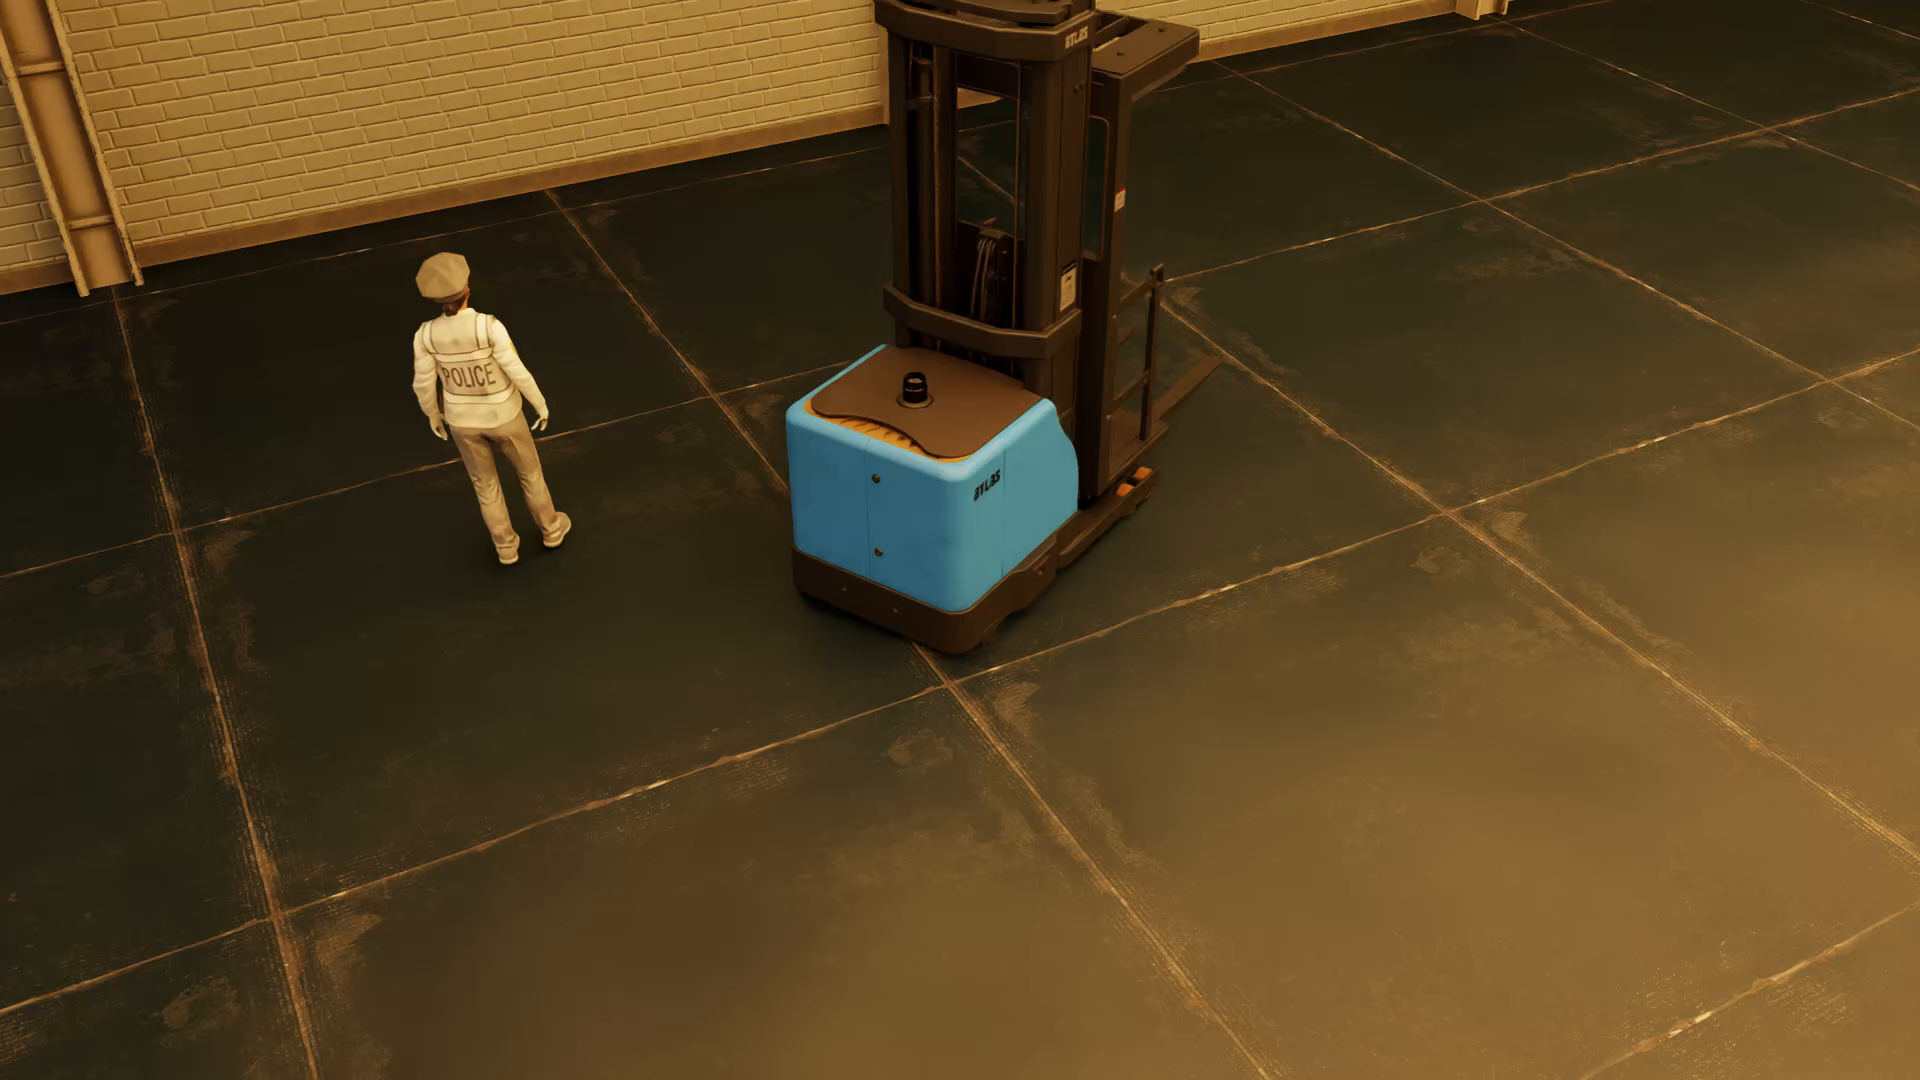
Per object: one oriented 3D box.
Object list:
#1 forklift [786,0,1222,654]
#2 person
[{"bbox_3d":[0.420,-1.472,8.206,1.130,2.935,3.031,21,40,27],"label":"forklift"},{"bbox_3d":[-2.306,-0.645,8.103,0.594,1.697,0.519,-2,35,-3],"label":"person"}]
